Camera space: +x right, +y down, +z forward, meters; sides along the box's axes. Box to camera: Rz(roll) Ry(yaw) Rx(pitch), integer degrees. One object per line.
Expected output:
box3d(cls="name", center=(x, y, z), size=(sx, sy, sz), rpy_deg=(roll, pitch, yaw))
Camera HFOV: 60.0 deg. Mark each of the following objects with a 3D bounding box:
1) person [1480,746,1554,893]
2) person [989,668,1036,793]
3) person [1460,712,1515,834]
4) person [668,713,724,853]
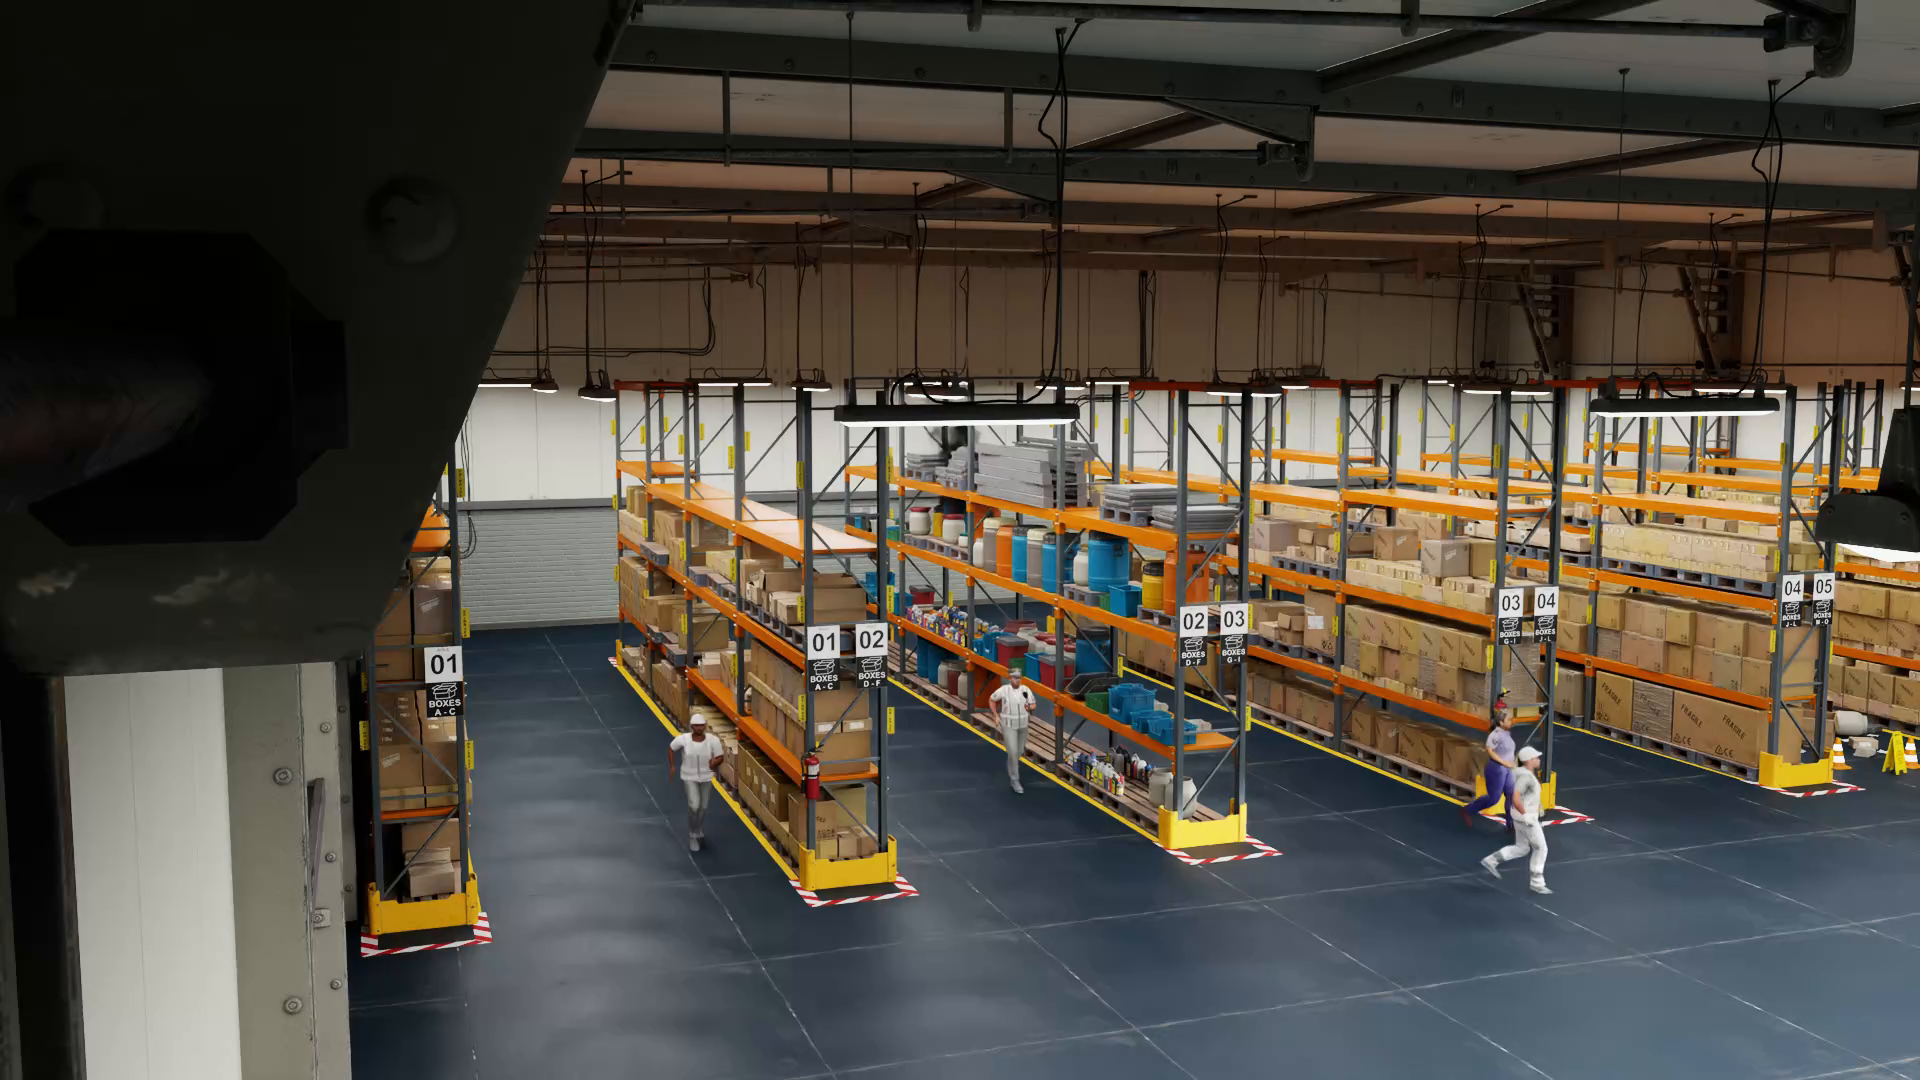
box3d(cls="person", center=(6.727, 3.368, 19.989), size=(0.863, 1.807, 0.675), rpy_deg=(1, 6, 11))
box3d(cls="person", center=(0.822, 2.799, 24.950), size=(0.651, 1.812, 0.916), rpy_deg=(-2, 7, -22))
box3d(cls="person", center=(7.329, 3.145, 22.557), size=(0.905, 1.612, 0.684), rpy_deg=(5, 8, 38))
box3d(cls="person", center=(-3.432, 3.162, 21.760), size=(0.670, 1.815, 0.834), rpy_deg=(-2, 7, -22))
